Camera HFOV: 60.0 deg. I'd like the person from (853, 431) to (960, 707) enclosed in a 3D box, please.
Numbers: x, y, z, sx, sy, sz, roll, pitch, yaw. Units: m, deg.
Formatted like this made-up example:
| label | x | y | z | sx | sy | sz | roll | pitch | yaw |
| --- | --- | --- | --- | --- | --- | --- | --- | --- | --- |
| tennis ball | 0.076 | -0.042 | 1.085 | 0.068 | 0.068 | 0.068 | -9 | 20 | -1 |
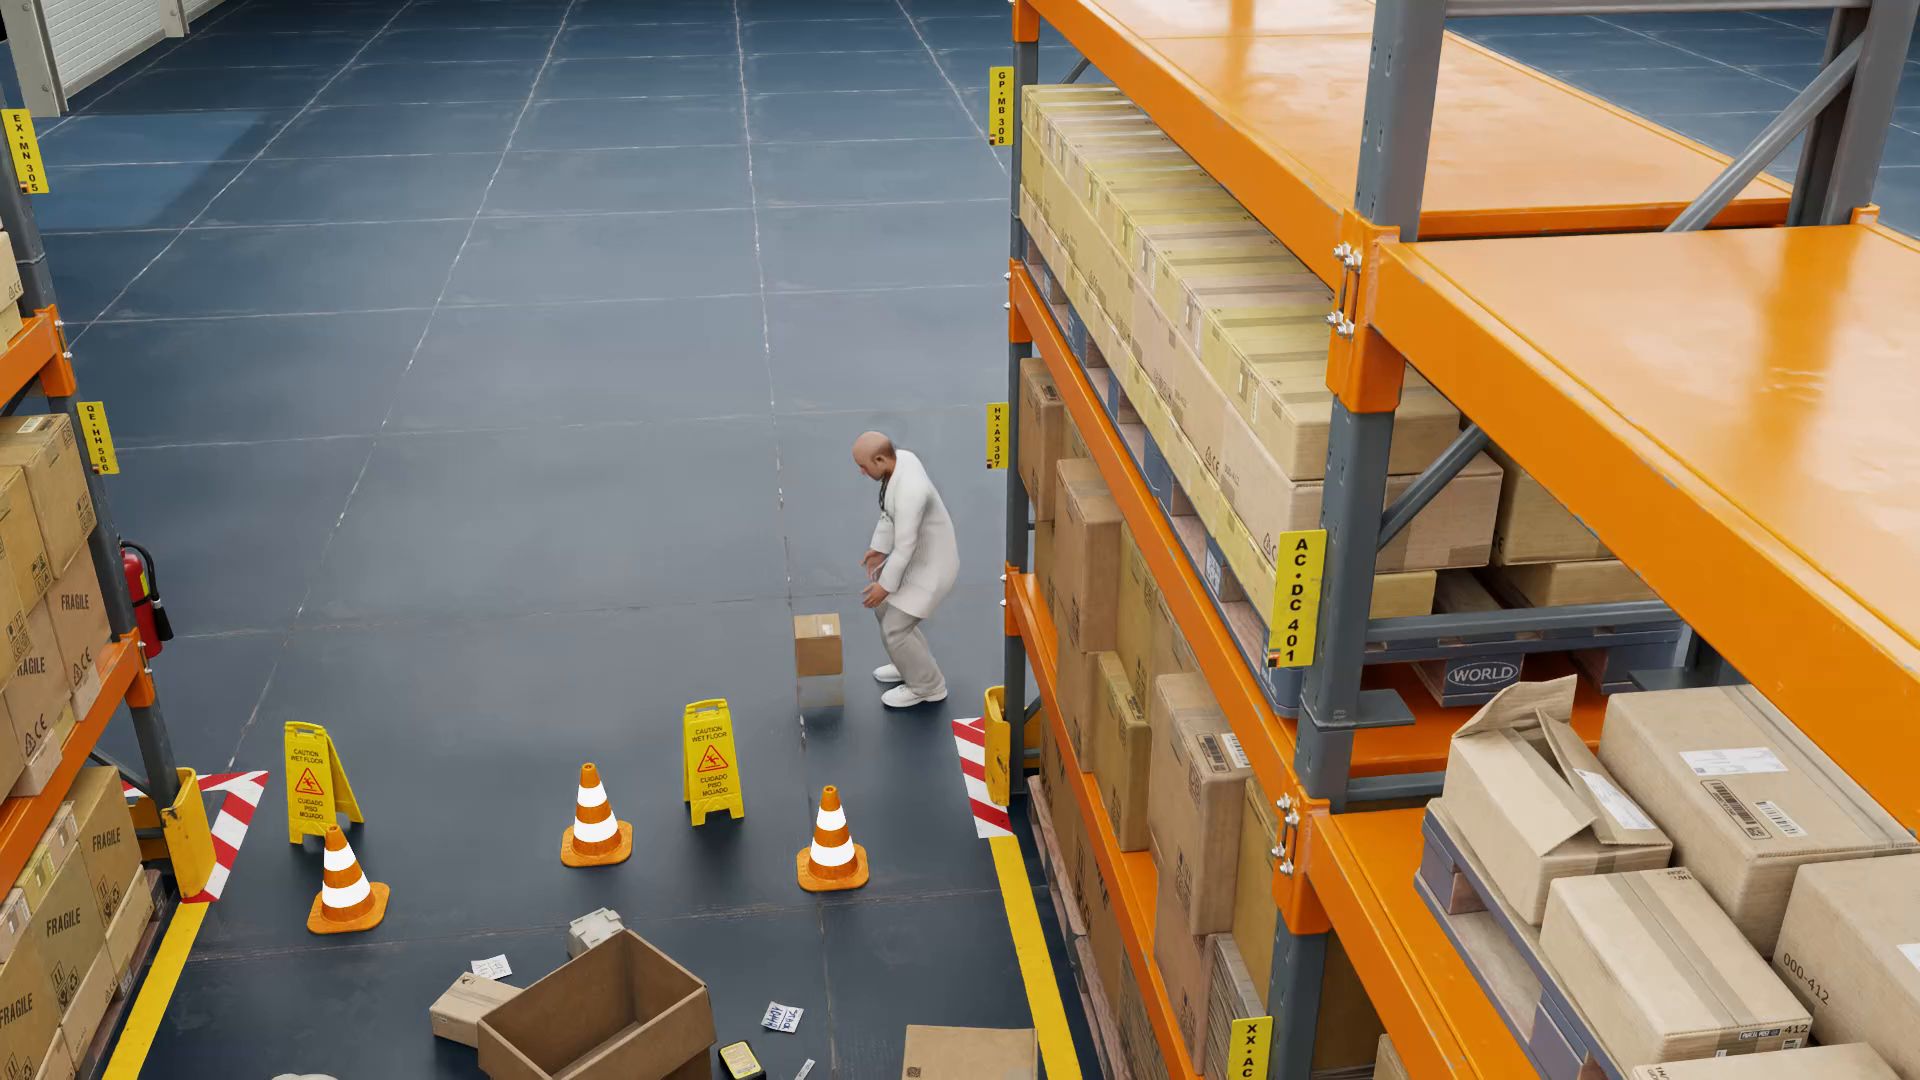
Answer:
| label | x | y | z | sx | sy | sz | roll | pitch | yaw |
| --- | --- | --- | --- | --- | --- | --- | --- | --- | --- |
| person | -0.282 | 0.203 | 9.071 | 0.564 | 1.474 | 0.612 | -3 | 27 | -7 |
